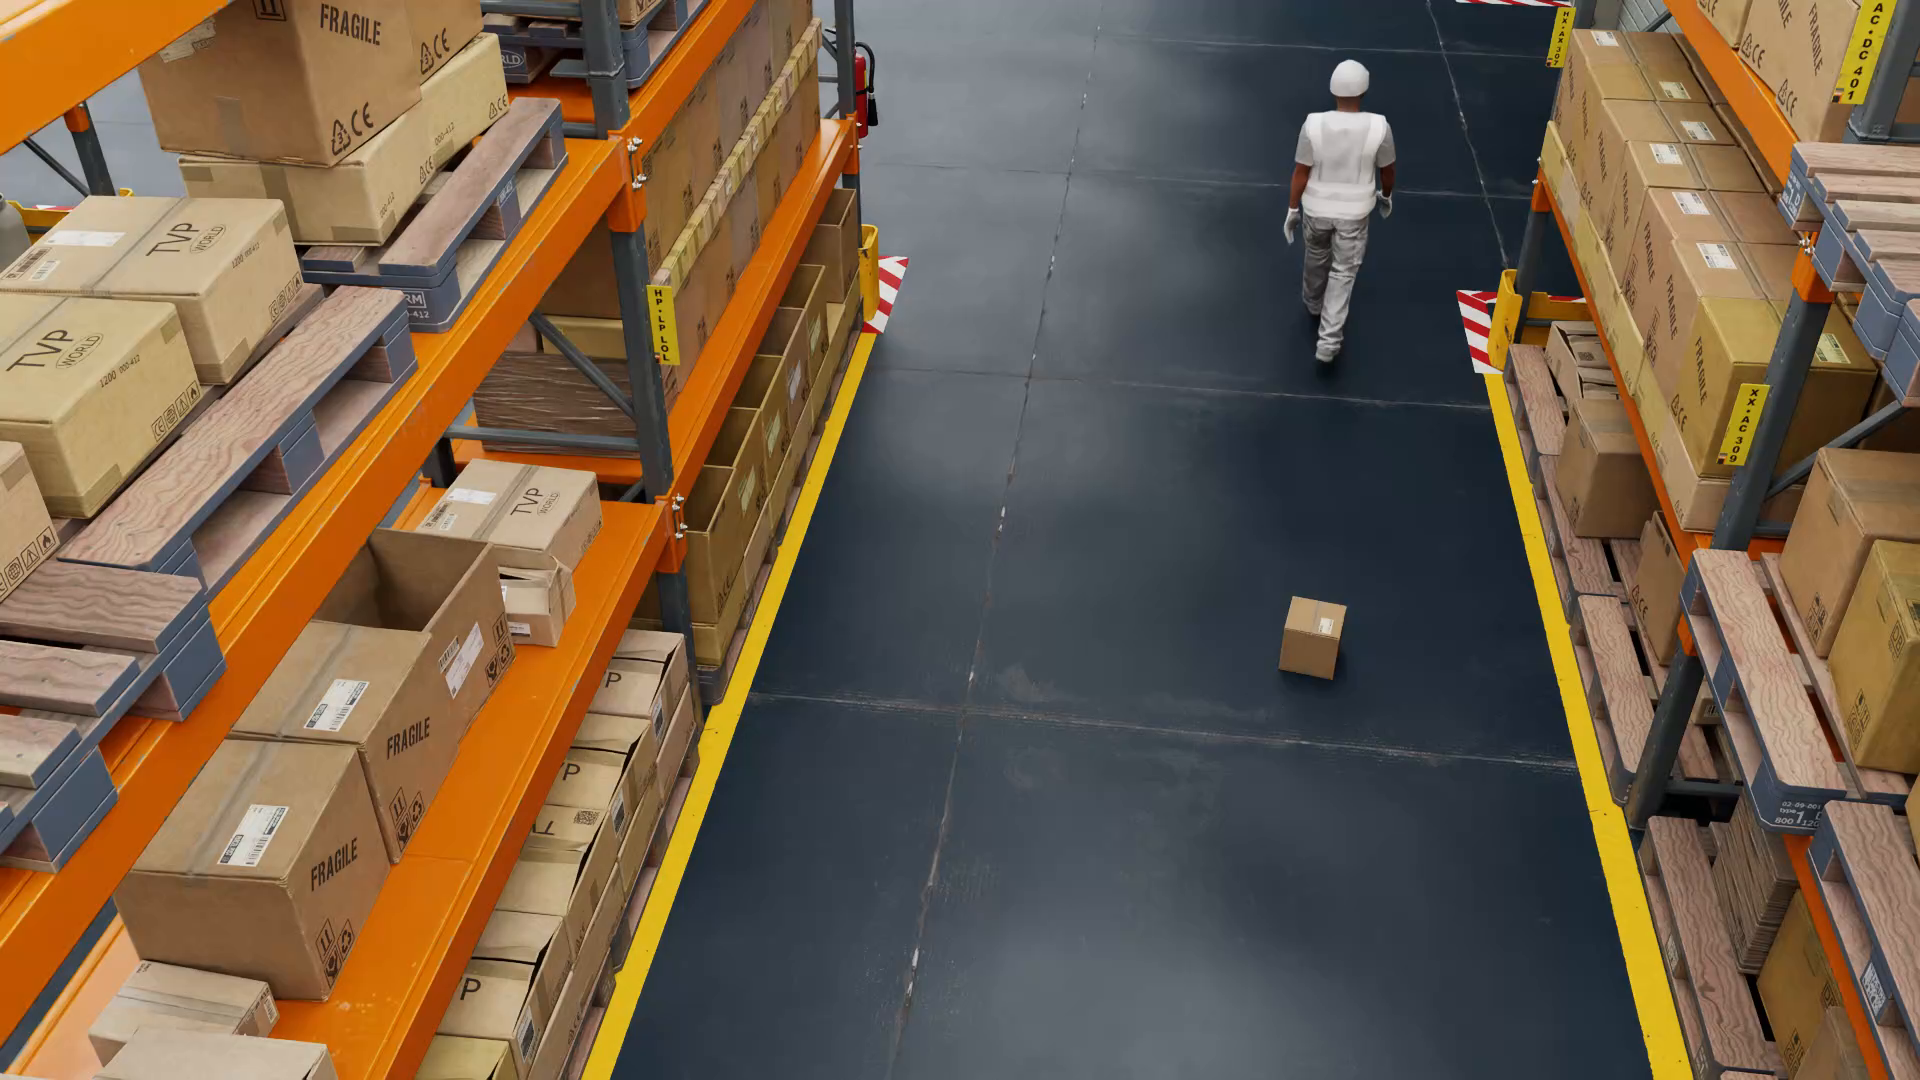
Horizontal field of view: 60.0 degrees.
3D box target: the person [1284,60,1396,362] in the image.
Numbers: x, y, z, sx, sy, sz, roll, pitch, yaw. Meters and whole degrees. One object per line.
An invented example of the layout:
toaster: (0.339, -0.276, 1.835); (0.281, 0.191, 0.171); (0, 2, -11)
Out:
person: (2.236, -1.975, 9.772); (0.573, 1.747, 1.042); (12, 37, 16)
